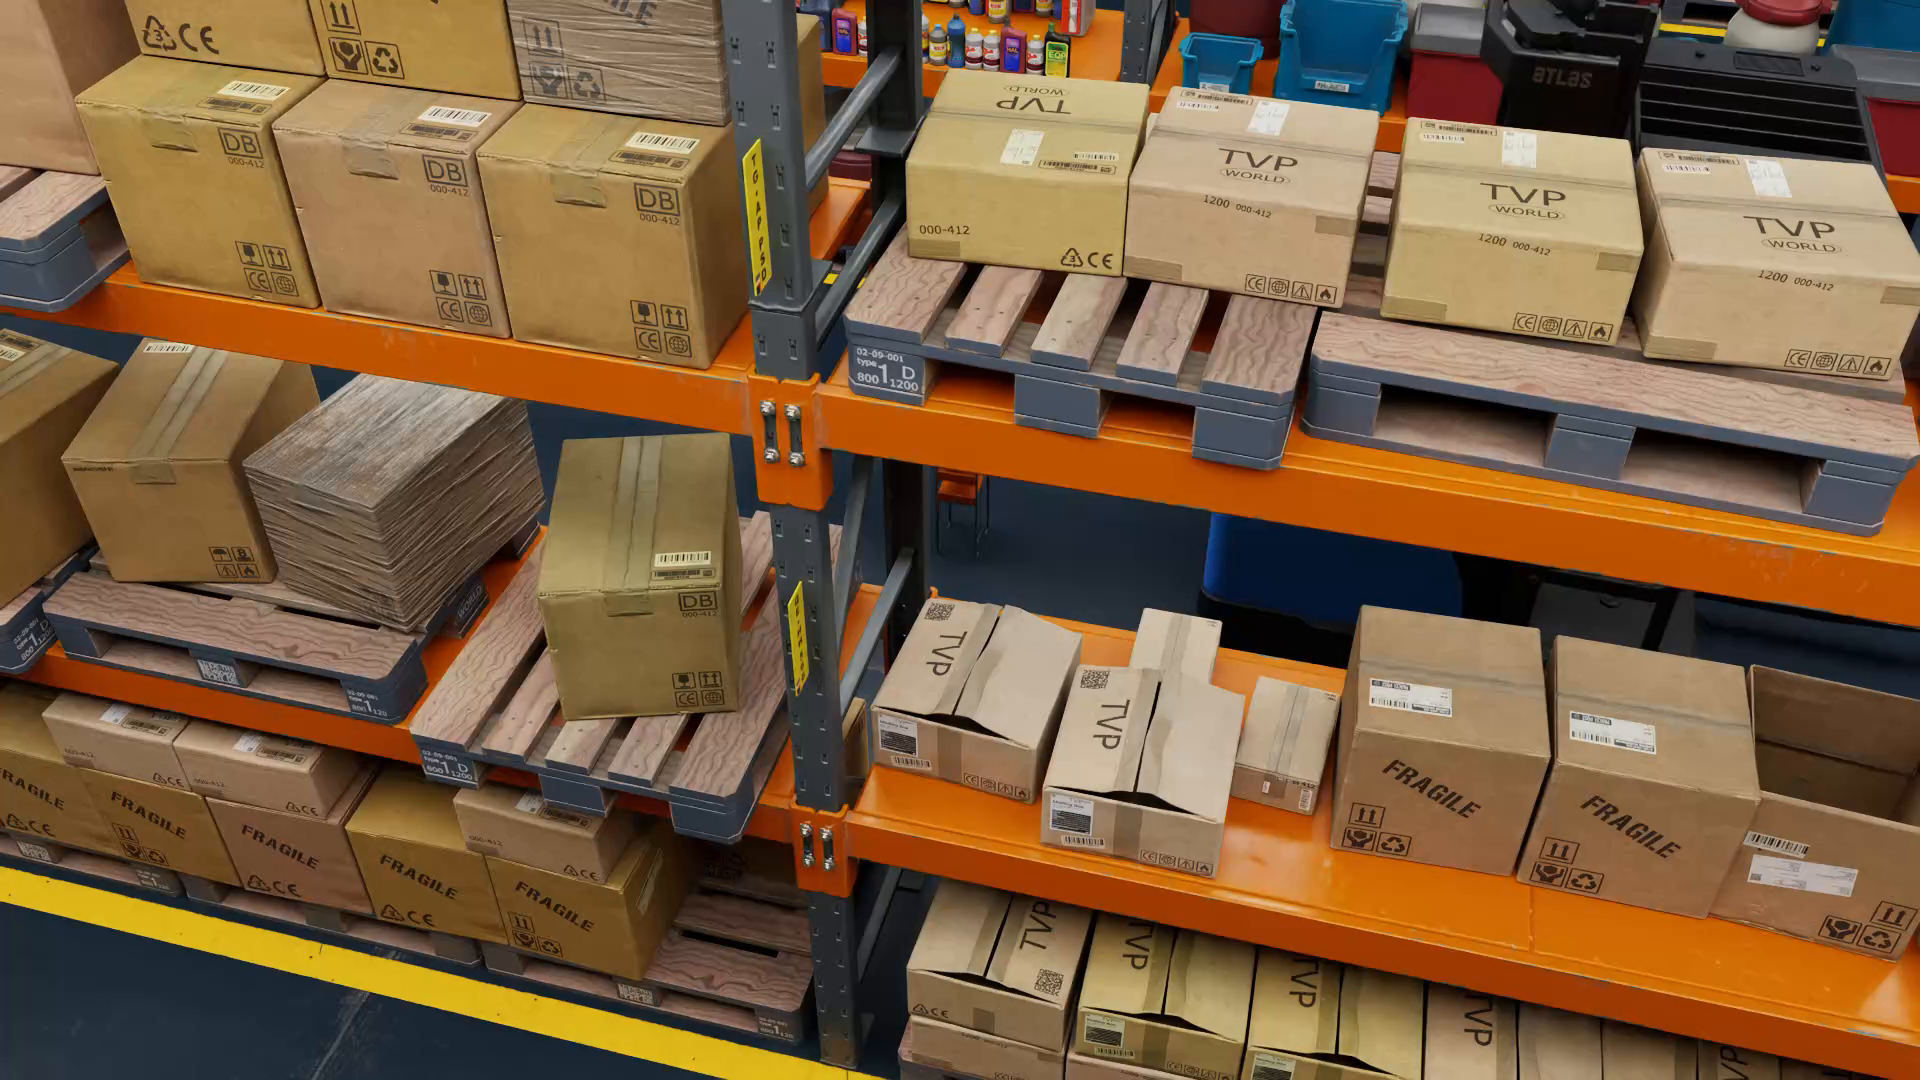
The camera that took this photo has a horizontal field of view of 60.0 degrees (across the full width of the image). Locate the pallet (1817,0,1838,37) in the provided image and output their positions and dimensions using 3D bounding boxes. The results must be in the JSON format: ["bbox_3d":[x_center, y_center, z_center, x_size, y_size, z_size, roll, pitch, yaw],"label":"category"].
[{"bbox_3d":[6.802,-4.000,12.374,1.213,0.211,1.003,10,41,11],"label":"pallet"}]

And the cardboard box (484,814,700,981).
[{"bbox_3d":[-1.249,1.110,5.722,0.500,0.500,0.500,11,41,13],"label":"cardboard box"}]

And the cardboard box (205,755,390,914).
[{"bbox_3d":[-2.257,0.940,5.924,0.500,0.500,0.500,8,41,10],"label":"cardboard box"}]

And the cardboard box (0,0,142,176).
[{"bbox_3d":[-2.392,-1.371,4.260,0.600,0.600,0.600,8,41,10],"label":"cardboard box"}]

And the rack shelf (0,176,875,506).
[{"bbox_3d":[-2.216,-0.875,4.711,4.000,0.370,1.077,10,41,11],"label":"rack shelf"}]

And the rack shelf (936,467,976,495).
[{"bbox_3d":[0.014,-0.331,7.492,0.180,0.103,0.258,10,41,11],"label":"rack shelf"}]

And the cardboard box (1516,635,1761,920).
[{"bbox_3d":[1.849,0.649,4.592,0.500,0.500,0.500,10,41,11],"label":"cardboard box"}]

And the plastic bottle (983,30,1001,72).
[{"bbox_3d":[0.169,-2.541,8.622,0.097,0.201,0.097,0,40,0],"label":"plastic bottle"}]

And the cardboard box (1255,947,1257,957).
[{"bbox_3d":[1.271,1.328,5.673,0.500,0.250,0.500,11,41,12],"label":"cardboard box"}]

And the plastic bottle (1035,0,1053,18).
[{"bbox_3d":[0.466,-2.995,9.163,0.097,0.201,0.097,0,40,0],"label":"plastic bottle"}]

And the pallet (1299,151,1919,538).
[{"bbox_3d":[1.475,-0.504,3.857,1.213,0.211,1.003,12,41,13],"label":"pallet"}]

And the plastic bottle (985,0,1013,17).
[{"bbox_3d":[0.218,-3.048,9.168,0.135,0.276,0.152,10,41,11],"label":"plastic bottle"}]

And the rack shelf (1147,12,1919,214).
[{"bbox_3d":[2.932,-2.138,8.547,4.000,0.370,1.077,10,41,11],"label":"rack shelf"}]

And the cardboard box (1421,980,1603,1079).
[{"bbox_3d":[1.644,1.531,4.994,0.500,0.311,0.500,9,41,11],"label":"cardboard box"}]

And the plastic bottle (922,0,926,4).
[{"bbox_3d":[-0.238,-3.143,9.285,0.097,0.271,0.097,0,40,0],"label":"plastic bottle"}]

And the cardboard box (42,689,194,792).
[{"bbox_3d":[-2.778,0.566,5.787,0.500,0.250,0.500,10,41,12],"label":"cardboard box"}]

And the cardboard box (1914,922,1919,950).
[{"bbox_3d":[2.683,1.015,4.338,0.258,0.266,0.396,9,41,10],"label":"cardboard box"}]

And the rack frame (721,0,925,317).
[{"bbox_3d":[-0.284,-1.966,3.119,0.127,3.000,1.000,10,41,11],"label":"rack frame"}]

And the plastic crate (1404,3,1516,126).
[{"bbox_3d":[2.482,-2.312,8.145,0.583,0.464,0.402,10,41,11],"label":"plastic crate"}]

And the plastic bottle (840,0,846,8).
[{"bbox_3d":[-0.737,-3.142,9.222,0.185,0.351,0.144,10,41,11],"label":"plastic bottle"}]

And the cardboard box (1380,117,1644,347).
[{"bbox_3d":[1.229,-0.703,3.737,0.500,0.250,0.500,9,41,11],"label":"cardboard box"}]

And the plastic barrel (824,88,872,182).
[{"bbox_3d":[-0.568,-2.242,9.660,0.708,0.588,0.600,10,41,11],"label":"plastic barrel"}]

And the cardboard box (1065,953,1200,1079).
[{"bbox_3d":[0.631,1.576,5.378,0.500,0.250,0.500,9,41,10],"label":"cardboard box"}]

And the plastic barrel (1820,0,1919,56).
[{"bbox_3d":[4.569,-2.525,8.059,0.708,0.901,0.600,10,41,11],"label":"plastic barrel"}]

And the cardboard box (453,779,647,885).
[{"bbox_3d":[-1.304,0.816,5.489,0.500,0.250,0.500,11,41,13],"label":"cardboard box"}]

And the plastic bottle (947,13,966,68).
[{"bbox_3d":[-0.019,-2.600,8.638,0.097,0.271,0.097,0,40,0],"label":"plastic bottle"}]

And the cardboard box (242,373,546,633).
[{"bbox_3d":[-1.756,-0.174,5.245,0.500,0.500,0.700,17,43,20],"label":"cardboard box"}]

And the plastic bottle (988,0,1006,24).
[{"bbox_3d":[0.204,-2.939,9.096,0.097,0.201,0.097,0,40,0],"label":"plastic bottle"}]

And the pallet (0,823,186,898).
[{"bbox_3d":[-3.353,0.846,6.604,1.213,0.211,1.003,10,41,11],"label":"pallet"}]

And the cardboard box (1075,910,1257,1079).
[{"bbox_3d":[0.655,1.360,5.198,0.500,0.311,0.500,9,41,10],"label":"cardboard box"}]

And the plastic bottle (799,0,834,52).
[{"bbox_3d":[-0.748,-2.771,8.781,0.185,0.351,0.144,10,41,11],"label":"plastic bottle"}]

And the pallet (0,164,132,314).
[{"bbox_3d":[-2.534,-1.088,4.552,1.003,0.211,1.213,10,41,11],"label":"pallet"}]

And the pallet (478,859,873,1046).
[{"bbox_3d":[-0.996,1.251,6.121,1.213,0.211,1.003,10,41,11],"label":"pallet"}]

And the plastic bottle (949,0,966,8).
[{"bbox_3d":[-0.016,-3.078,9.261,0.097,0.201,0.097,0,40,0],"label":"plastic bottle"}]

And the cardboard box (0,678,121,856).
[{"bbox_3d":[-3.226,0.768,6.129,0.500,0.500,0.500,10,41,12],"label":"cardboard box"}]

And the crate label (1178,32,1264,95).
[{"bbox_3d":[1.310,-2.379,8.405,0.416,0.233,0.303,10,41,11],"label":"crate label"}]

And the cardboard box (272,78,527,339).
[{"bbox_3d":[-1.207,-0.992,4.214,0.500,0.500,0.910,10,41,11],"label":"cardboard box"}]

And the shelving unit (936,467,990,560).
[{"bbox_3d":[0.014,-0.457,7.386,0.189,1.200,0.258,10,41,11],"label":"shelving unit"}]

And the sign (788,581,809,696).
[{"bbox_3d":[-0.416,0.257,4.298,0.005,0.325,0.100,10,41,11],"label":"sign"}]

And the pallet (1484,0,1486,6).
[{"bbox_3d":[4.209,-4.420,12.874,1.213,0.211,1.003,10,41,11],"label":"pallet"}]

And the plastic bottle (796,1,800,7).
[{"bbox_3d":[-0.897,-2.784,8.848,0.133,0.283,0.061,10,41,11],"label":"plastic bottle"}]

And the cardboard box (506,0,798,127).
[{"bbox_3d":[-0.704,-1.315,3.821,0.500,0.500,0.500,10,41,11],"label":"cardboard box"}]

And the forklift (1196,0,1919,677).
[{"bbox_3d":[2.594,-0.683,6.308,3.031,2.935,1.130,11,41,13],"label":"forklift"}]

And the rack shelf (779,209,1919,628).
[{"bbox_3d":[1.648,-0.210,3.919,4.000,0.370,1.077,10,41,11],"label":"rack shelf"}]

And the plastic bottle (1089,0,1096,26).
[{"bbox_3d":[0.665,-2.971,9.076,0.135,0.276,0.152,10,41,11],"label":"plastic bottle"}]

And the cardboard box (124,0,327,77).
[{"bbox_3d":[-1.690,-1.485,4.023,0.500,0.500,0.500,10,41,11],"label":"cardboard box"}]

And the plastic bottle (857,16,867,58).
[{"bbox_3d":[-0.489,-2.654,8.757,0.097,0.201,0.097,0,40,0],"label":"plastic bottle"}]

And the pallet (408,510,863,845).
[{"bbox_3d":[-0.957,0.335,5.192,1.003,0.211,1.213,10,41,11],"label":"pallet"}]

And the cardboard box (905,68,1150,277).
[{"bbox_3d":[0.168,-0.881,3.949,0.500,0.250,0.500,7,41,8],"label":"cardboard box"}]

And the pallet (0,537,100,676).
[{"bbox_3d":[-3.405,-0.060,5.663,1.213,0.211,1.003,10,41,11],"label":"pallet"}]

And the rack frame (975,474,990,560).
[{"bbox_3d":[0.102,-0.442,7.368,0.006,1.200,0.240,10,41,11],"label":"rack frame"}]

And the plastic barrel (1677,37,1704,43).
[{"bbox_3d":[3.625,-2.343,8.340,0.301,0.262,0.301,0,40,0],"label":"plastic barrel"}]

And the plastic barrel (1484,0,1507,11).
[{"bbox_3d":[2.869,-2.622,8.459,0.433,0.535,0.433,0,40,0],"label":"plastic barrel"}]

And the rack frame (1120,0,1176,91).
[{"bbox_3d":[1.000,-2.746,8.712,0.127,3.000,1.000,10,41,11],"label":"rack frame"}]

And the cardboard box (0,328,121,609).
[{"bbox_3d":[-3.068,-0.241,5.324,0.500,0.500,0.700,16,43,18],"label":"cardboard box"}]

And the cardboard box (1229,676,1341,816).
[{"bbox_3d":[0.962,0.604,4.918,0.250,0.149,0.380,13,42,15],"label":"cardboard box"}]

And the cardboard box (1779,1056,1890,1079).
[{"bbox_3d":[2.610,1.701,4.792,0.500,0.311,0.500,11,41,13],"label":"cardboard box"}]

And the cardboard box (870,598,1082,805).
[{"bbox_3d":[0.056,0.453,4.973,0.500,0.311,0.500,12,42,14],"label":"cardboard box"}]

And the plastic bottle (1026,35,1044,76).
[{"bbox_3d":[0.392,-2.502,8.576,0.097,0.201,0.097,0,40,0],"label":"plastic bottle"}]
